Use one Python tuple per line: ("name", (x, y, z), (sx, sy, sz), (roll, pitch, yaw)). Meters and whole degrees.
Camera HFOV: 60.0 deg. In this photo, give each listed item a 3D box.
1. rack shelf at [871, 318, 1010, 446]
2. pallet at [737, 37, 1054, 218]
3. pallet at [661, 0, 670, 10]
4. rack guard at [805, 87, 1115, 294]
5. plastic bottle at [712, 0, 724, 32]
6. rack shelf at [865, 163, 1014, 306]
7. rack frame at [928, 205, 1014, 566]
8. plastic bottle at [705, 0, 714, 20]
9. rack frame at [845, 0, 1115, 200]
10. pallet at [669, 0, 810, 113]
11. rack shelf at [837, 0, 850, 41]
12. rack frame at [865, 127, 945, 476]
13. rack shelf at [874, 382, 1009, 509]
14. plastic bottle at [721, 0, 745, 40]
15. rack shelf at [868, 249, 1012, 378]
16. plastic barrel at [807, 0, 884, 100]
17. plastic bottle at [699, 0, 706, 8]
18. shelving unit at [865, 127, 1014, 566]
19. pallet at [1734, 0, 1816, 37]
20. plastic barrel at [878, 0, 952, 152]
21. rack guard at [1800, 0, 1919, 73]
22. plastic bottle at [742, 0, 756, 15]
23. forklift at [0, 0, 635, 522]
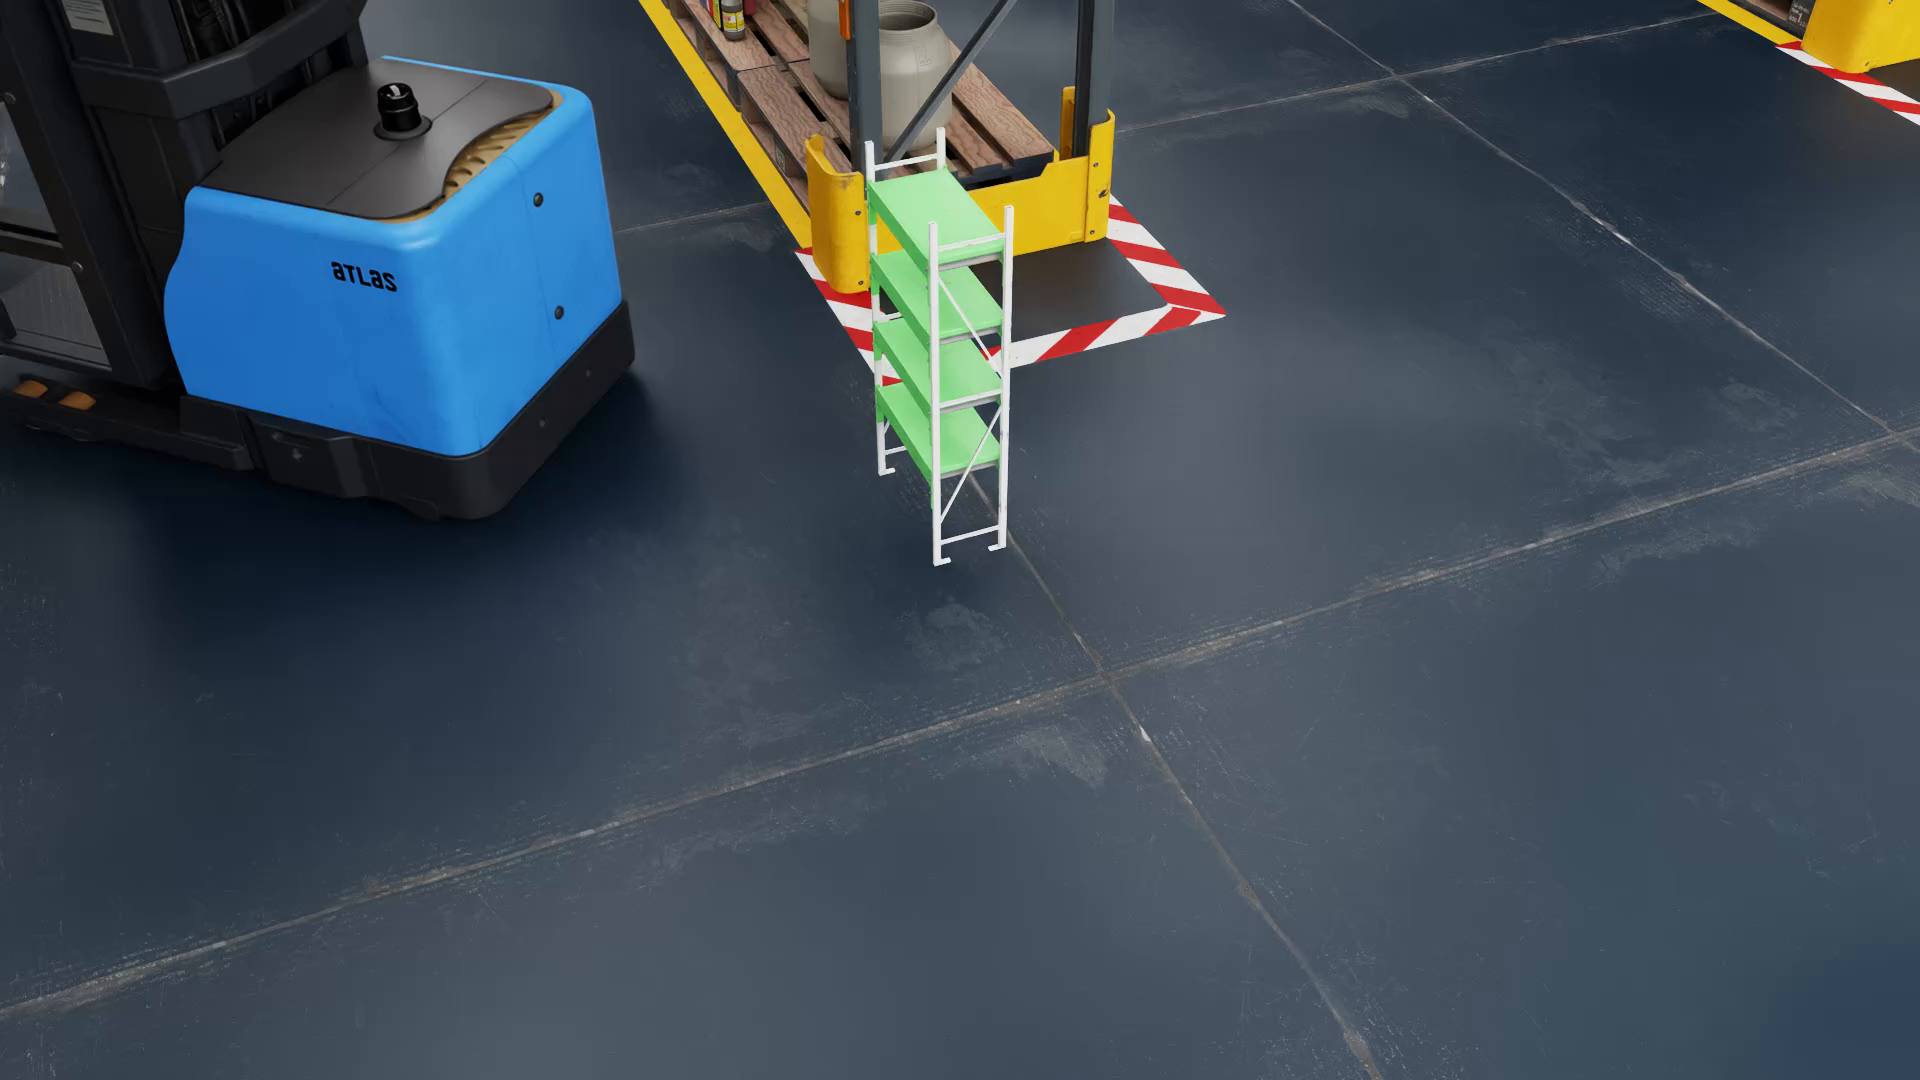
("rack shelf", (-0.063, -0.506, 5.016), (0.258, 0.148, 0.480), (-15, 43, -17))
("pallet", (-0.299, -1.746, 7.119), (1.003, 0.211, 1.213), (-15, 43, -17))
("pallet", (-1.232, -3.216, 8.828), (1.003, 0.211, 1.213), (-15, 43, -17))
("rack guard", (0.007, -1.365, 6.454), (1.175, 0.500, 0.348), (-15, 43, -17))
("plastic bottle", (-1.089, -2.478, 7.577), (0.061, 0.283, 0.133), (-14, 43, -16))
("rack shelf", (-0.063, -0.870, 4.703), (0.258, 0.148, 0.480), (-15, 43, -17))
("rack frame", (0.030, -0.408, 4.804), (0.240, 1.200, 0.015), (-15, 43, -17))
("plastic bottle", (-1.099, -2.568, 7.688), (0.152, 0.276, 0.135), (-15, 43, -17))
("rack frame", (0.080, -2.279, 5.599), (1.000, 3.000, 0.127), (-15, 43, -17))
("pallet", (-0.762, -2.480, 7.972), (1.003, 0.211, 1.213), (-15, 43, -17))
("rack shelf", (-0.685, -3.211, 7.235), (1.077, 0.370, 4.000), (-15, 43, -17))
("rack frame", (-0.157, -0.702, 5.146), (0.240, 1.200, 0.015), (-15, 43, -17))
("rack shelf", (-0.063, -0.324, 5.173), (0.258, 0.148, 0.480), (-15, 43, -17))
("plastic bottle", (-1.028, -2.381, 7.527), (0.097, 0.201, 0.097), (0, 41, 0))
("rack shelf", (-0.063, -0.688, 4.860), (0.258, 0.148, 0.480), (-15, 43, -17))
("plastic barrel", (-0.434, -2.174, 7.063), (0.421, 0.512, 0.421), (0, 41, 0))
("plastic bottle", (-1.152, -2.652, 7.785), (0.152, 0.276, 0.135), (-16, 43, -18))
("shelving unit", (-0.063, -0.555, 4.975), (0.258, 1.200, 0.503), (-15, 43, -17))
("pallet", (4.349, -3.001, 8.578), (1.003, 0.211, 1.213), (-15, 43, -17))
("plastic barrel", (-0.243, -1.872, 6.712), (0.421, 0.512, 0.421), (0, 41, 0))
("rack guard", (4.627, -2.612, 7.904), (1.175, 0.500, 0.348), (-15, 43, -17))
("plastic bottle", (-1.001, -2.598, 7.717), (0.061, 0.283, 0.133), (-15, 43, -17))
("forklift", (-2.724, -1.755, 5.043), (3.031, 2.935, 1.130), (13, 42, 15))
